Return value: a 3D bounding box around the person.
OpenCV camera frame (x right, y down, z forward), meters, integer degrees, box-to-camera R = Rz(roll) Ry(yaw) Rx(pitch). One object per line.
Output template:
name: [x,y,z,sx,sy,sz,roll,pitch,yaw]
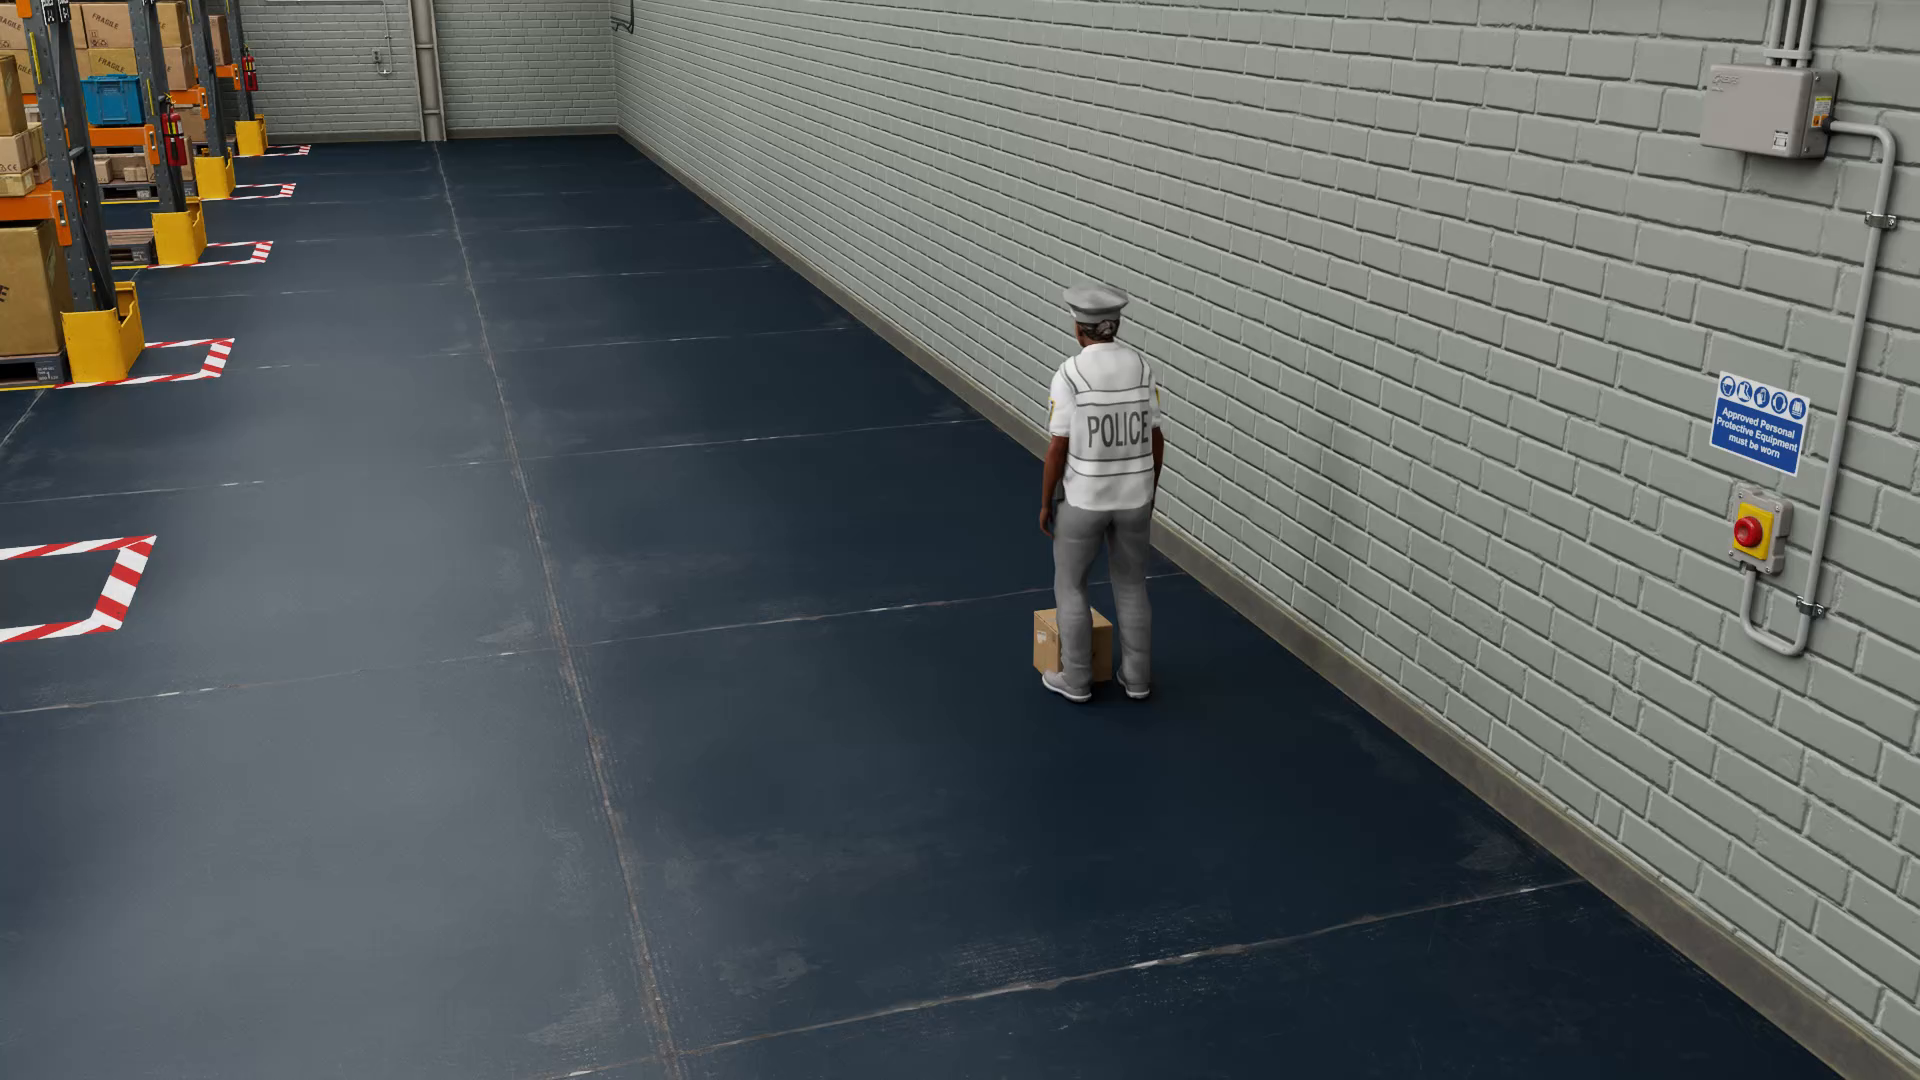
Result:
person: [0.552,-0.155,6.508,0.506,1.660,0.415,-6,20,-17]
